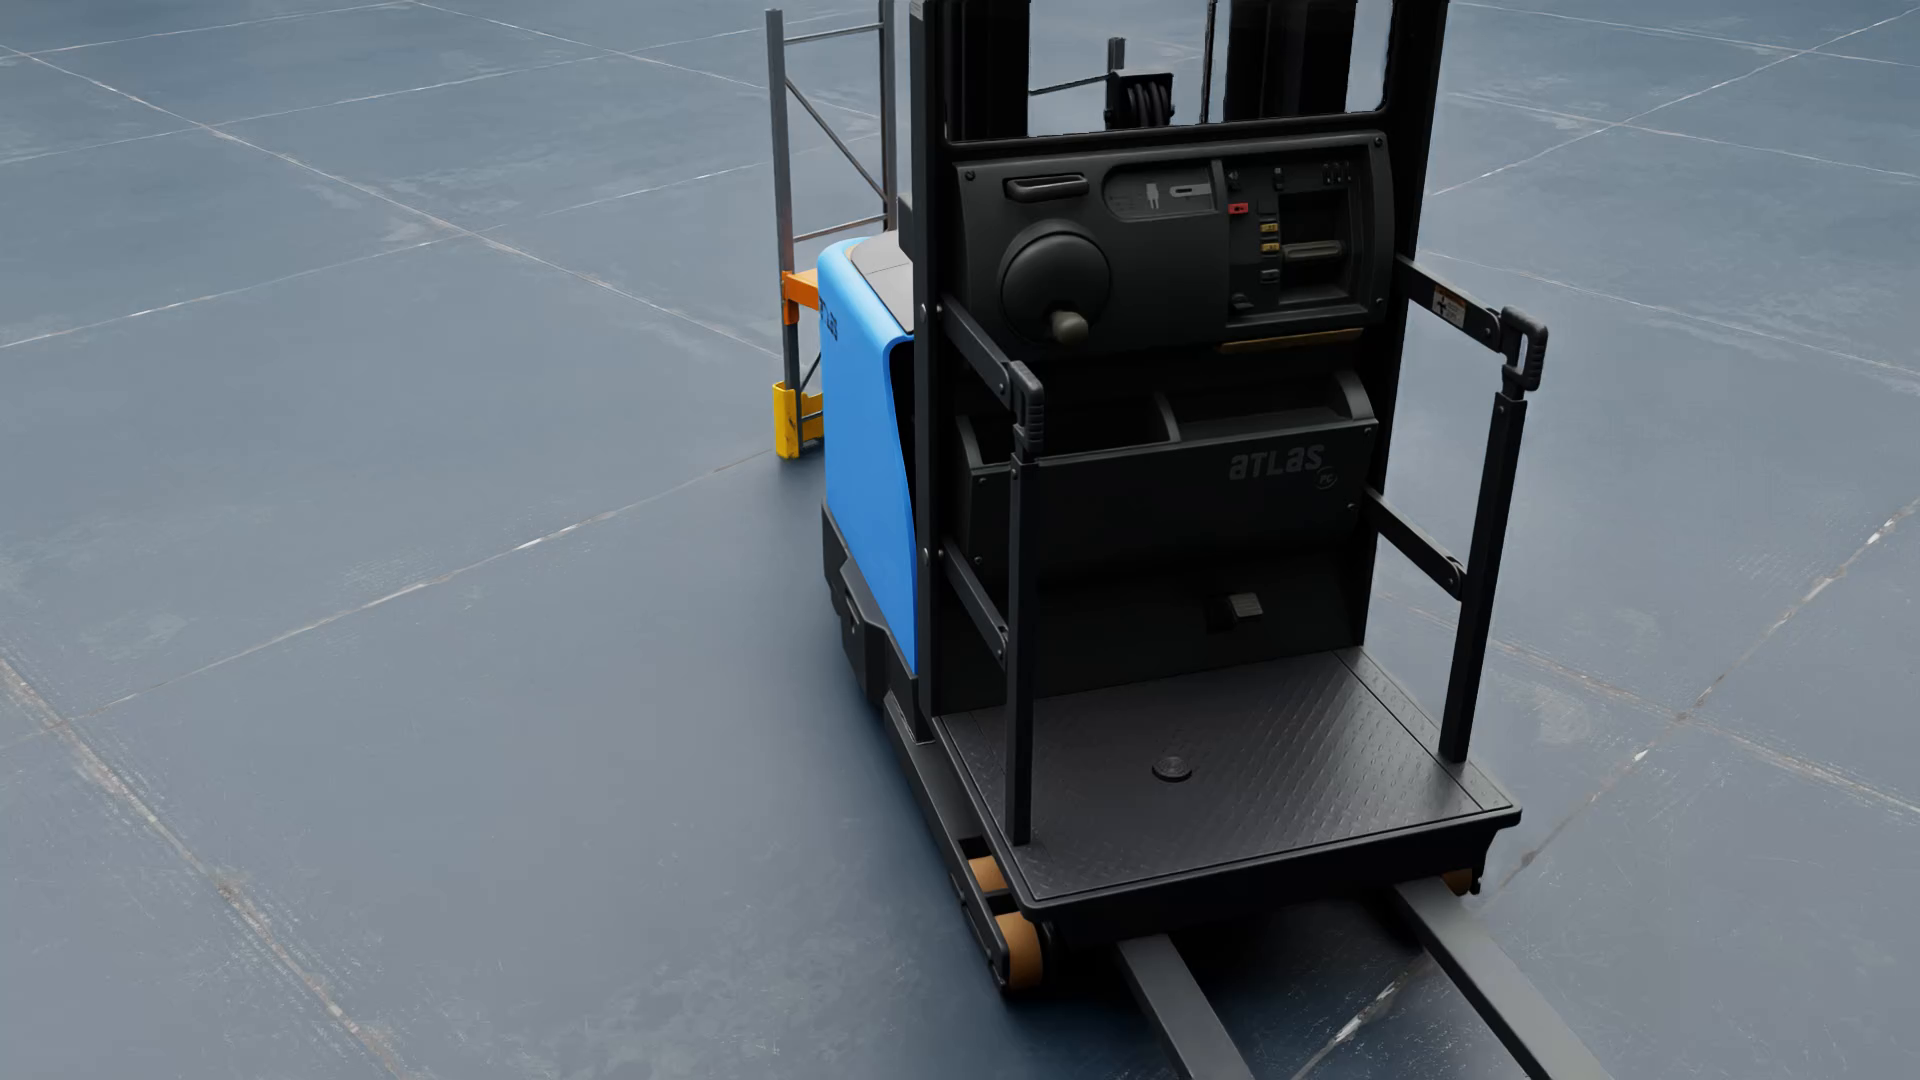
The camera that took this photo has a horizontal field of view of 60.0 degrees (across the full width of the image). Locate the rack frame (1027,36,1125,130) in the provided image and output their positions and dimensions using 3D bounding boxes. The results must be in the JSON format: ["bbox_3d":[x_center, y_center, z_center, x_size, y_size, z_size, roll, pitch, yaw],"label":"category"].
[{"bbox_3d":[0.280,-0.706,4.982,0.500,1.500,0.032,-23,36,-37],"label":"rack frame"}]

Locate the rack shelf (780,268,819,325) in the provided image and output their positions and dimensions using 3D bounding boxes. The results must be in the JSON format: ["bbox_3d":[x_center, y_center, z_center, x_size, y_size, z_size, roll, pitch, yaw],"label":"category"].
[{"bbox_3d":[-0.065,-0.721,5.396,0.538,0.185,1.000,-23,36,-37],"label":"rack shelf"}]

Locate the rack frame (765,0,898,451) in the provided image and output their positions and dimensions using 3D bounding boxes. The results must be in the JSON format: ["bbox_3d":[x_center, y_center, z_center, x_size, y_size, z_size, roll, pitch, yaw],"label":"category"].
[{"bbox_3d":[-0.410,-1.054,5.643,0.500,1.500,0.032,-23,36,-37],"label":"rack frame"}]

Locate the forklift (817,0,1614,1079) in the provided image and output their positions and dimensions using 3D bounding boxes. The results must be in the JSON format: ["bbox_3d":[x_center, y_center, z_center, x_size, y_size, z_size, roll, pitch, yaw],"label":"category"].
[{"bbox_3d":[0.511,-0.564,3.174,1.130,2.935,3.031,-8,29,-15],"label":"forklift"}]

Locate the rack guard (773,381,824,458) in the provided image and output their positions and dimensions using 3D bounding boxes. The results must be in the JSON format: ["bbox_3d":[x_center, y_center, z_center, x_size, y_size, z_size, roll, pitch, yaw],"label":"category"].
[{"bbox_3d":[-0.409,-0.500,5.933,0.587,0.250,0.087,-23,36,-37],"label":"rack guard"}]

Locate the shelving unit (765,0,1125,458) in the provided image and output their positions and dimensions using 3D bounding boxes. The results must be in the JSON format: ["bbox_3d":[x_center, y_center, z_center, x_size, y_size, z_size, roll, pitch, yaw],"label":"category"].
[{"bbox_3d":[-0.071,-0.883,5.318,0.587,1.500,1.083,-23,36,-37],"label":"shelving unit"}]
